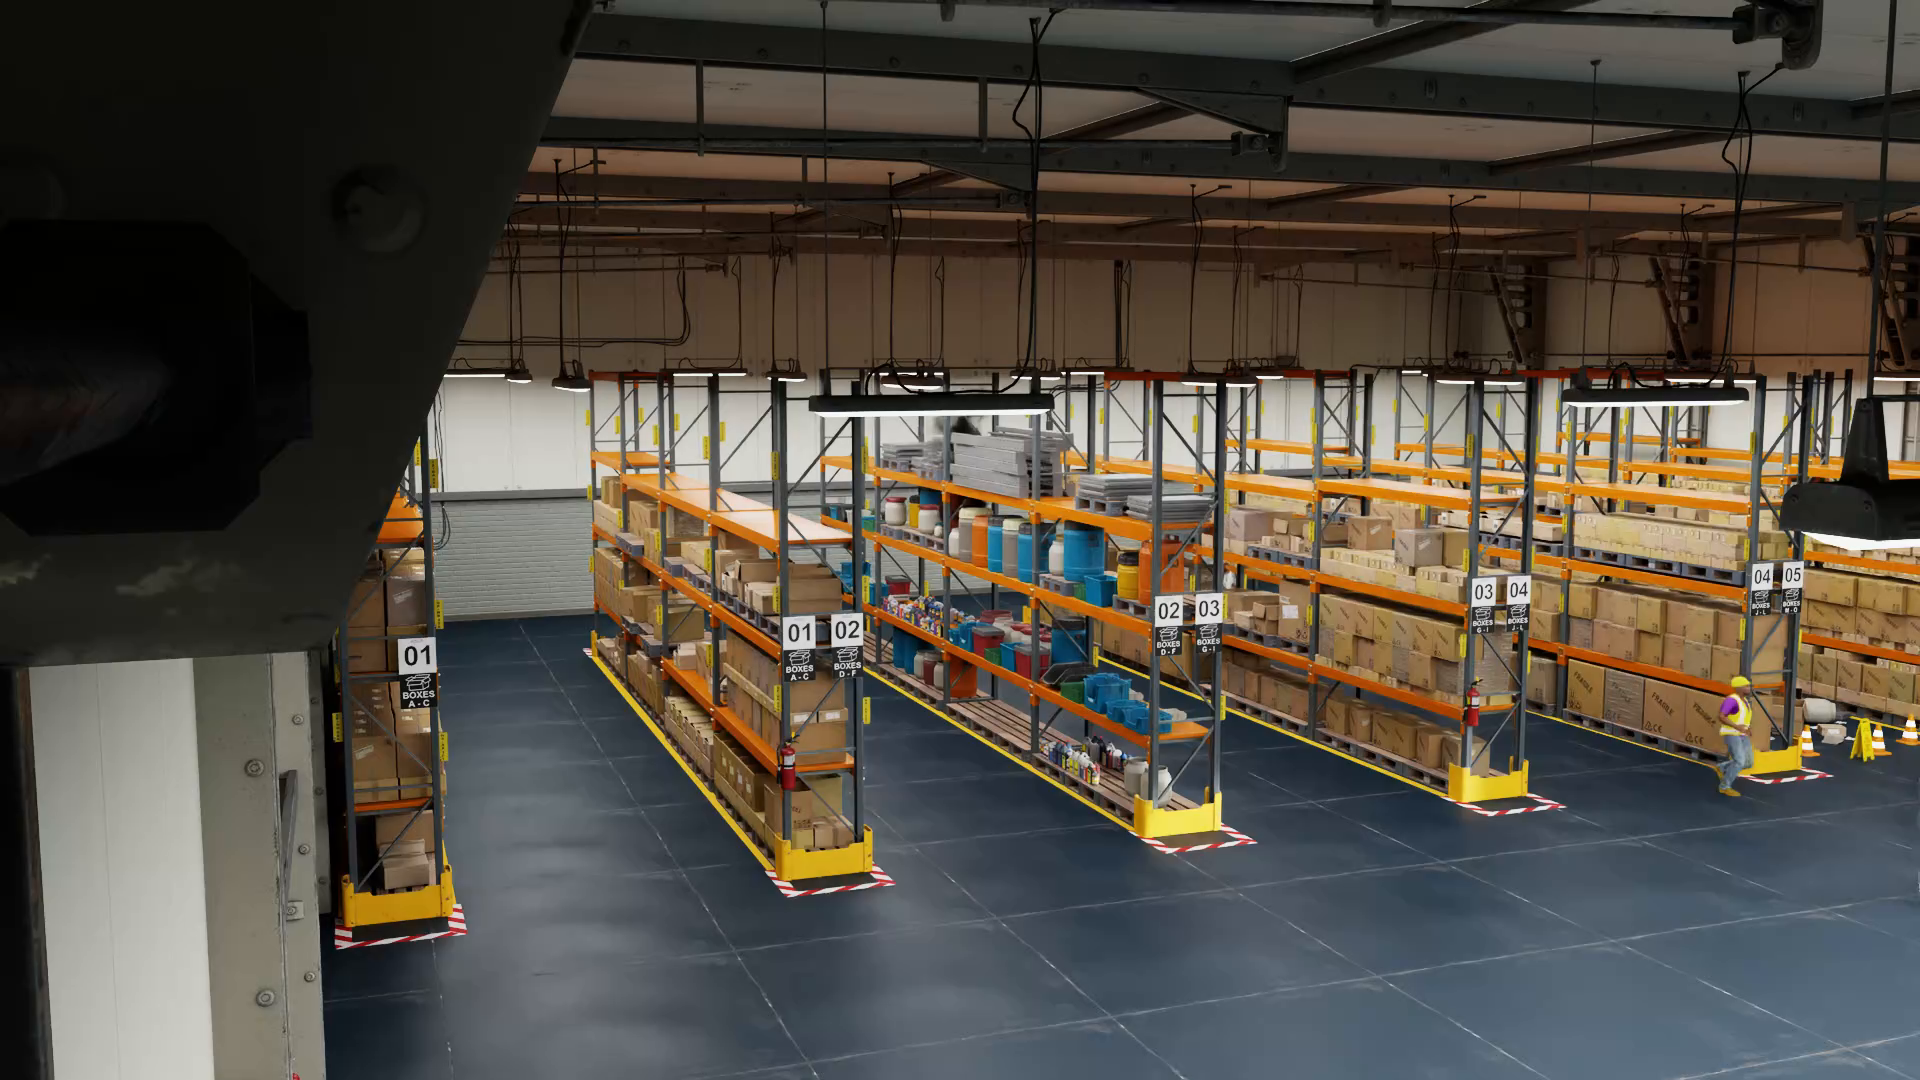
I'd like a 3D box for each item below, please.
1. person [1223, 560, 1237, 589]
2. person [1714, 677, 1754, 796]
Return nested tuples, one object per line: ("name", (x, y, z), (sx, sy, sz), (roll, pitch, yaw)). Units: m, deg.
("person", (5.914, 1.298, 37.321), (0.641, 1.821, 0.756), (-2, 7, -17))
("person", (11.234, 2.813, 24.099), (0.703, 1.685, 0.562), (-5, 8, -40))
